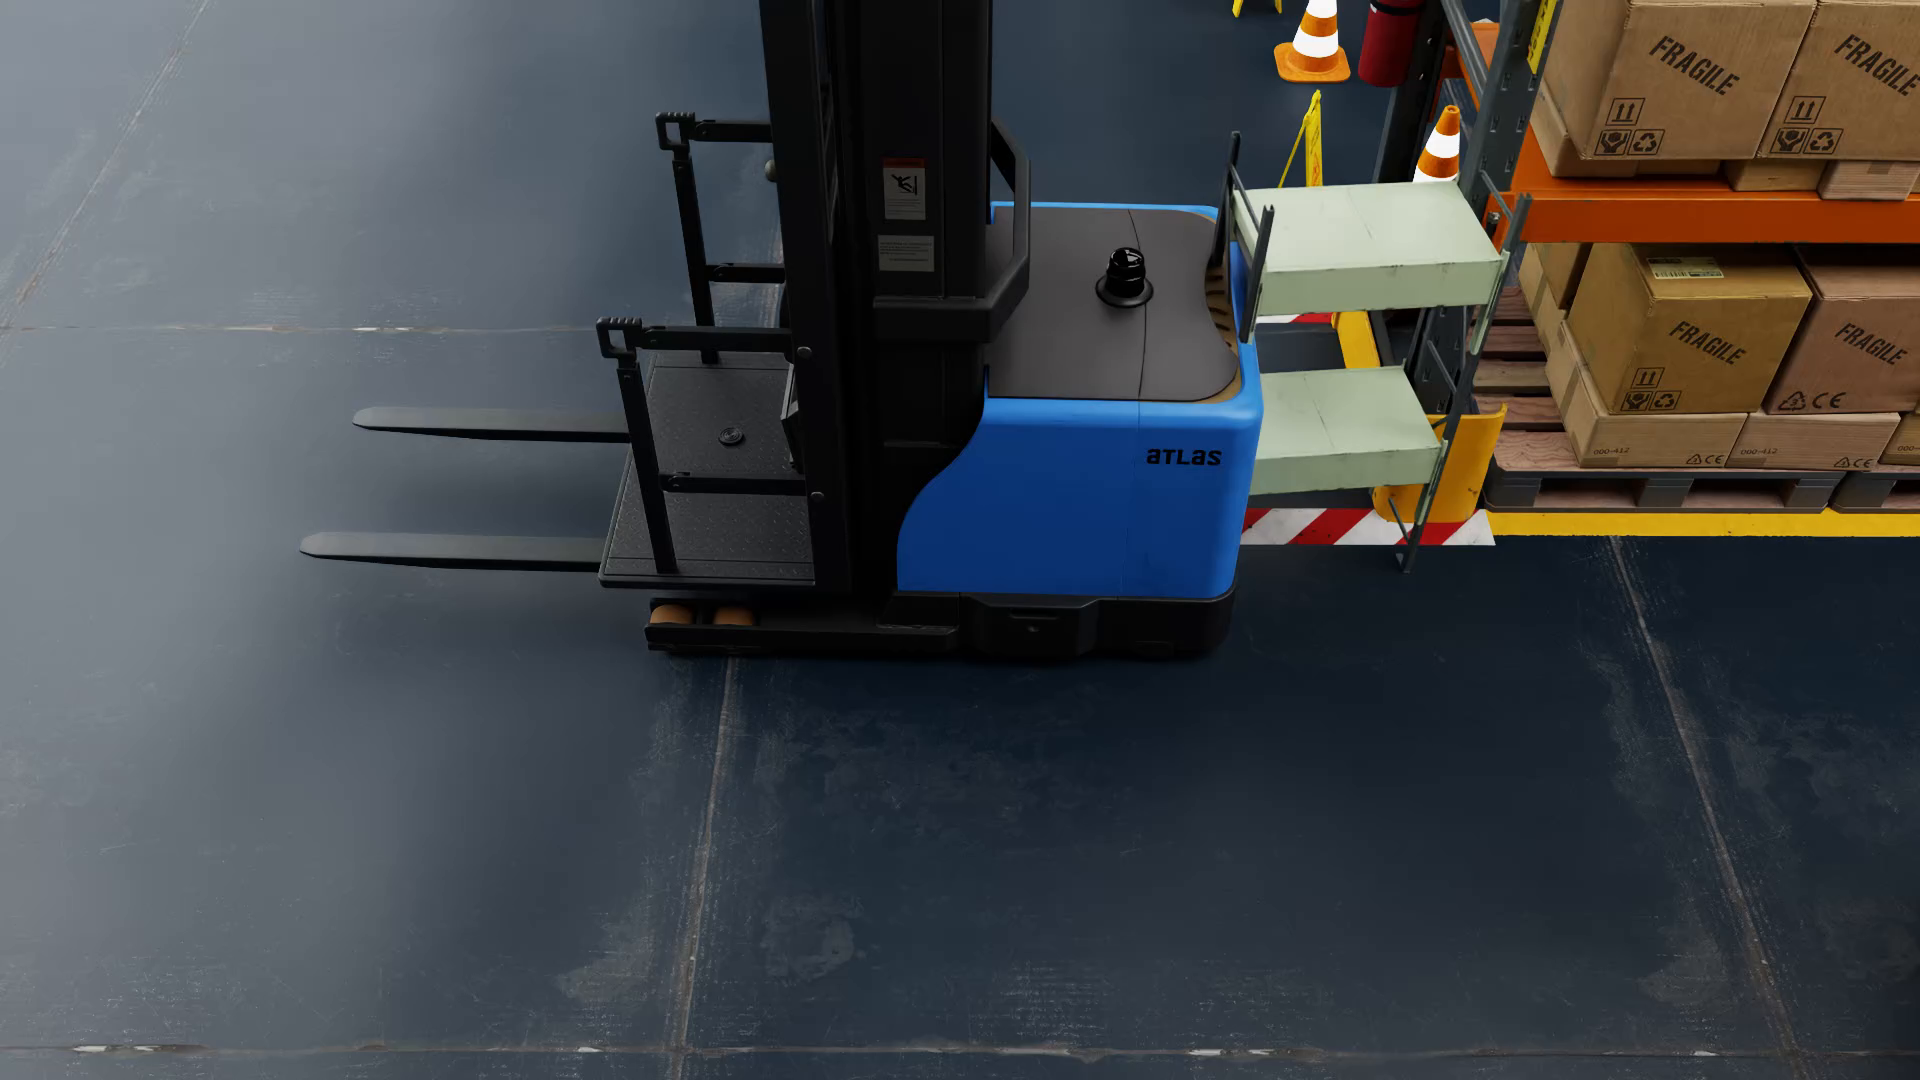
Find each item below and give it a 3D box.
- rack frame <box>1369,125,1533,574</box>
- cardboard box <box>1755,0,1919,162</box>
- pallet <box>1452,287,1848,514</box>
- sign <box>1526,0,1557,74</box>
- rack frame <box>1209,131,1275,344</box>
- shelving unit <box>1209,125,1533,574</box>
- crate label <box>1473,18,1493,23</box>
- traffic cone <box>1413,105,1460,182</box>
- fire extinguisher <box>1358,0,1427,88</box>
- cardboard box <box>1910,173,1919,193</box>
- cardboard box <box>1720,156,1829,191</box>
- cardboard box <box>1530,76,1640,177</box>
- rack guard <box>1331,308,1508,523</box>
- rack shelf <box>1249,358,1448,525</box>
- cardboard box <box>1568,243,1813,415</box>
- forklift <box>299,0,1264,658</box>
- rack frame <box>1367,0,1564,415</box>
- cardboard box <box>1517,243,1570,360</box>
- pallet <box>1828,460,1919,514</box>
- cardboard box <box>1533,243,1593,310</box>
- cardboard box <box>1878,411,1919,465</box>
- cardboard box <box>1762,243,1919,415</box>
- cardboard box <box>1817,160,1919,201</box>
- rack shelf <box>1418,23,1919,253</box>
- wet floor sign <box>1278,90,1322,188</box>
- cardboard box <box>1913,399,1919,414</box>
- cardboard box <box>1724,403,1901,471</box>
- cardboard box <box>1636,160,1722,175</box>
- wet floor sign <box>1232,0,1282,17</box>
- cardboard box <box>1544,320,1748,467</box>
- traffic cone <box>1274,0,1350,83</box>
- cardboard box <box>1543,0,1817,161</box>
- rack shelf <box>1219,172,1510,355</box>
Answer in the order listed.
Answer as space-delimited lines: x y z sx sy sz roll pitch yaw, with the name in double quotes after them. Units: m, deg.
1.515 -0.554 5.247 0.023 1.500 0.400 -4 46 -7 "rack frame"
2.550 -1.443 4.772 0.500 0.500 0.500 1 47 1 "cardboard box"
2.447 -0.532 6.101 1.213 0.211 1.003 0 47 0 "pallet"
1.557 -1.408 4.420 0.005 0.325 0.100 0 47 0 "sign"
0.789 -0.504 5.163 0.023 1.500 0.400 -4 46 -7 "rack frame"
1.152 -0.529 5.205 0.755 1.500 0.431 -4 46 -7 "shelving unit"
2.444 -2.335 7.830 0.298 0.136 0.250 -23 51 -20 "crate label"
1.994 -1.589 6.913 0.334 0.463 0.336 0 47 0 "traffic cone"
1.446 -1.822 5.449 0.183 0.674 0.296 0 47 0 "fire extinguisher"
2.928 -1.212 5.000 0.250 0.149 0.380 1 47 1 "cardboard box"
2.415 -1.222 5.010 0.250 0.149 0.380 -1 47 -1 "cardboard box"
1.898 -1.272 5.057 0.250 0.149 0.380 0 47 0 "cardboard box"
1.635 -0.659 6.022 0.348 0.500 1.175 0 47 0 "rack guard"
1.141 -0.300 5.437 0.720 0.370 0.431 -4 46 -7 "rack shelf"
2.388 -0.768 5.495 0.500 0.500 0.500 -1 47 -1 "cardboard box"
-0.628 -1.015 4.693 3.031 2.935 1.130 1 47 1 "forklift"
1.559 -1.511 5.107 0.127 3.000 1.000 0 47 0 "rack frame"
2.392 -0.911 6.141 0.500 0.250 0.500 0 47 0 "cardboard box"
3.664 -0.527 6.096 1.213 0.211 1.003 0 47 0 "pallet"
2.361 -1.161 5.861 0.500 0.500 0.500 0 47 0 "cardboard box"
3.421 -0.513 5.770 0.500 0.250 0.500 3 47 3 "cardboard box"
2.911 -0.770 5.497 0.500 0.500 0.500 -1 47 -1 "cardboard box"
2.669 -1.188 4.978 0.250 0.149 0.380 1 47 1 "cardboard box"
3.559 -1.260 5.365 4.000 0.370 1.077 0 47 0 "rack shelf"
1.373 -1.492 6.698 0.232 0.644 0.267 15 49 14 "wet floor sign"
3.413 -0.762 5.490 0.500 0.500 0.500 1 47 1 "cardboard box"
2.875 -0.505 5.763 0.500 0.250 0.500 2 47 2 "cardboard box"
2.150 -1.282 5.066 0.250 0.149 0.380 1 47 1 "cardboard box"
1.440 -2.883 7.992 0.232 0.644 0.267 -7 47 -7 "wet floor sign"
2.365 -0.512 5.769 0.500 0.250 0.500 0 47 0 "cardboard box"
1.658 -2.403 7.670 0.334 0.463 0.336 0 47 0 "traffic cone"
2.032 -1.442 4.771 0.500 0.500 0.500 0 47 0 "cardboard box"
1.165 -0.803 4.927 0.720 0.370 0.431 -4 46 -7 "rack shelf"
